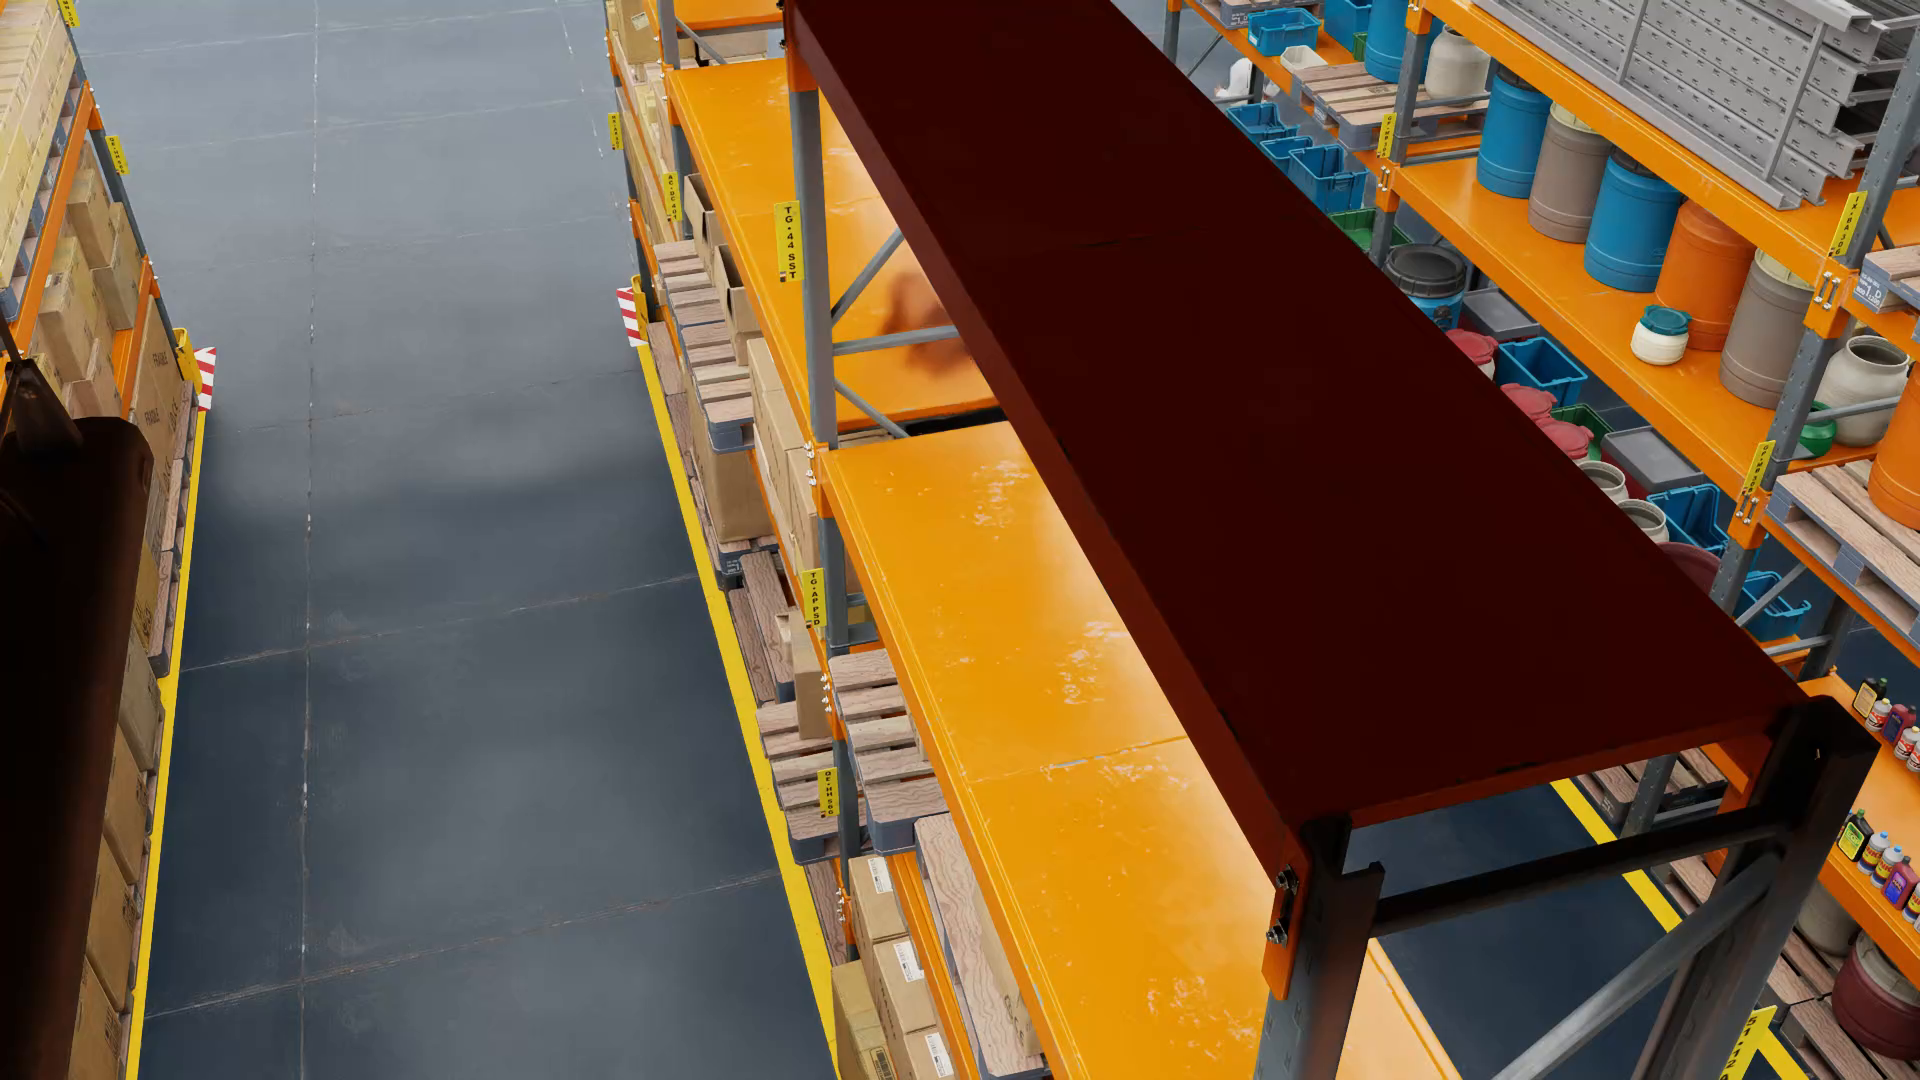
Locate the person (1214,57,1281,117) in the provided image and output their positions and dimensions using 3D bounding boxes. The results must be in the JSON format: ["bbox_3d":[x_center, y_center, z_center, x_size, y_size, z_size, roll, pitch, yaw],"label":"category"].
[{"bbox_3d":[2.867,-4.311,16.898,0.946,1.714,0.741,27,46,30],"label":"person"}]
